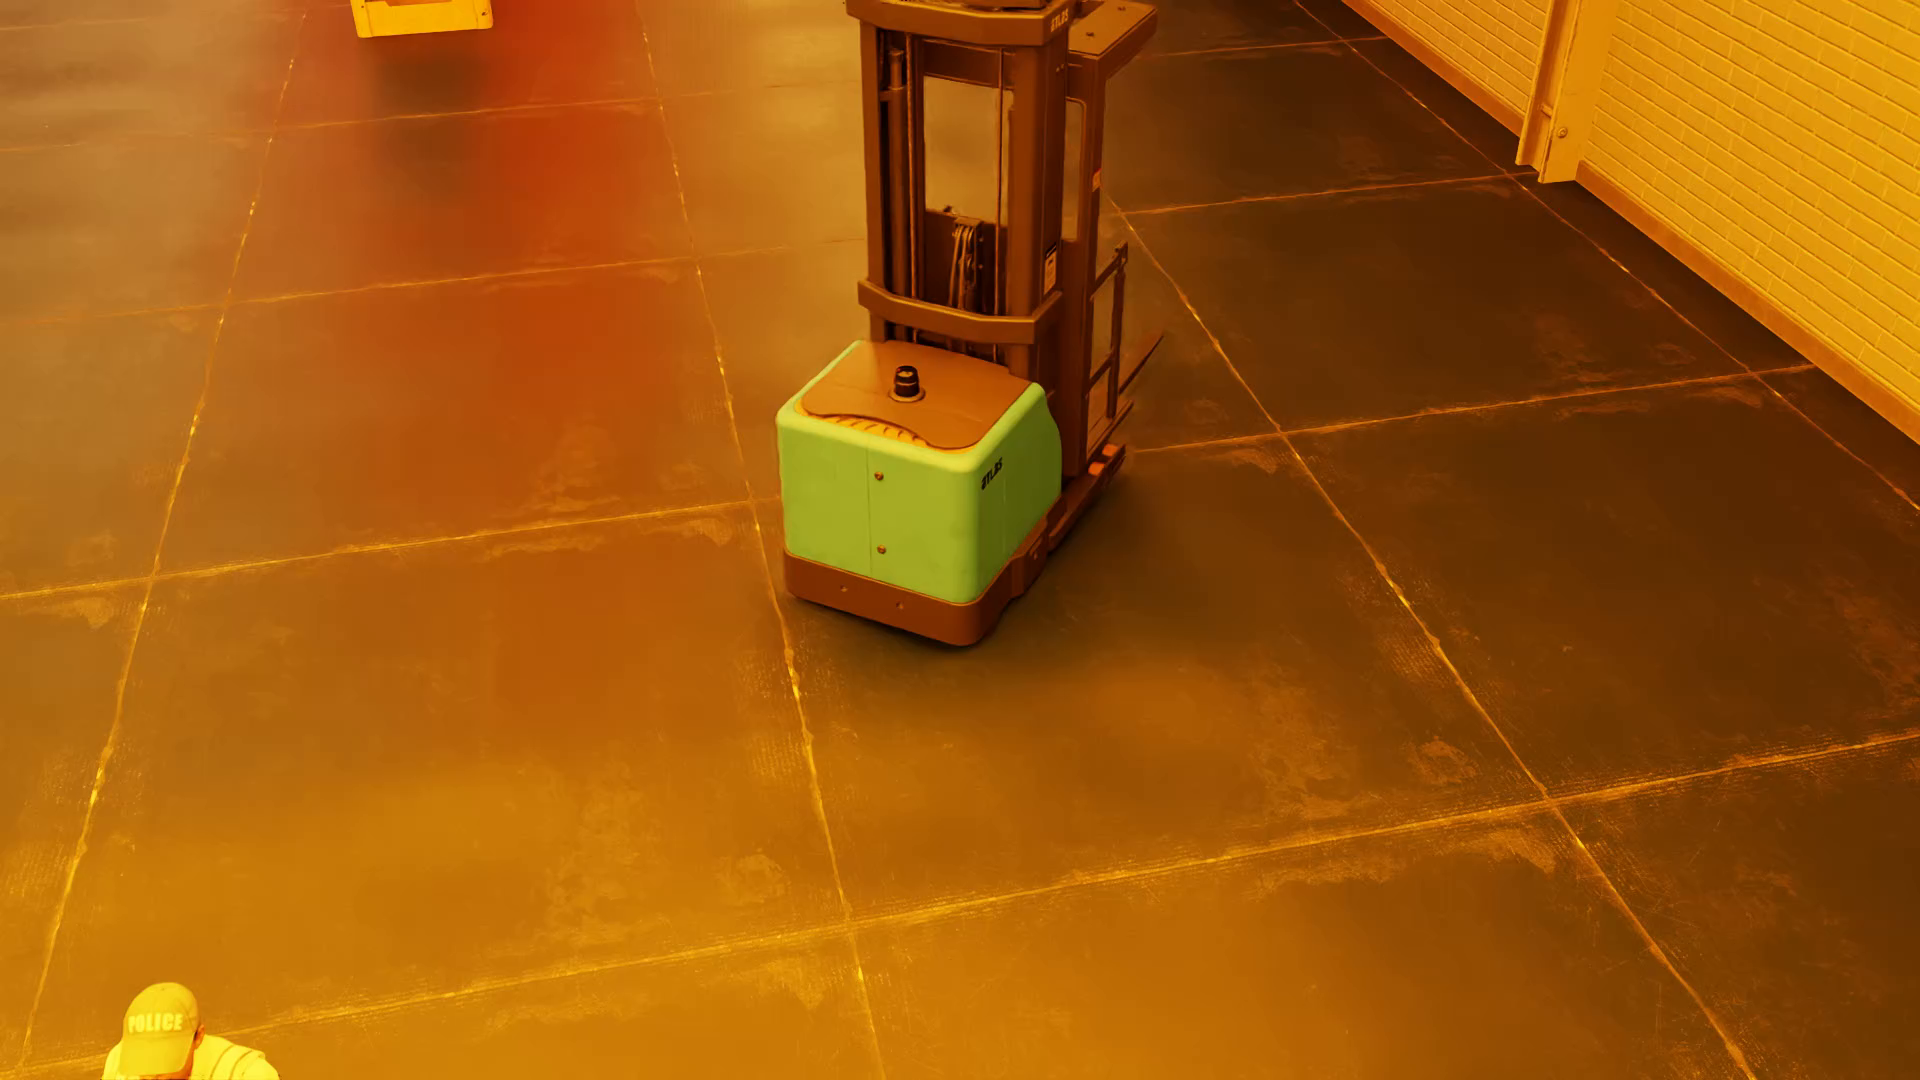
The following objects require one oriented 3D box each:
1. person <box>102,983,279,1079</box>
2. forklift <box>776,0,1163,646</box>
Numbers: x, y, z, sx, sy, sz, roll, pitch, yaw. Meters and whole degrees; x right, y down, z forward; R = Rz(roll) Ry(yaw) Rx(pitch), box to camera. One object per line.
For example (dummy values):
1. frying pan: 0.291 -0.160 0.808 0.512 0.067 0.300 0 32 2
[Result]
1. person: -2.061 1.878 4.513 0.593 1.671 0.526 2 36 3
2. forklift: 0.246 -1.546 8.199 1.130 2.935 3.031 16 39 21
